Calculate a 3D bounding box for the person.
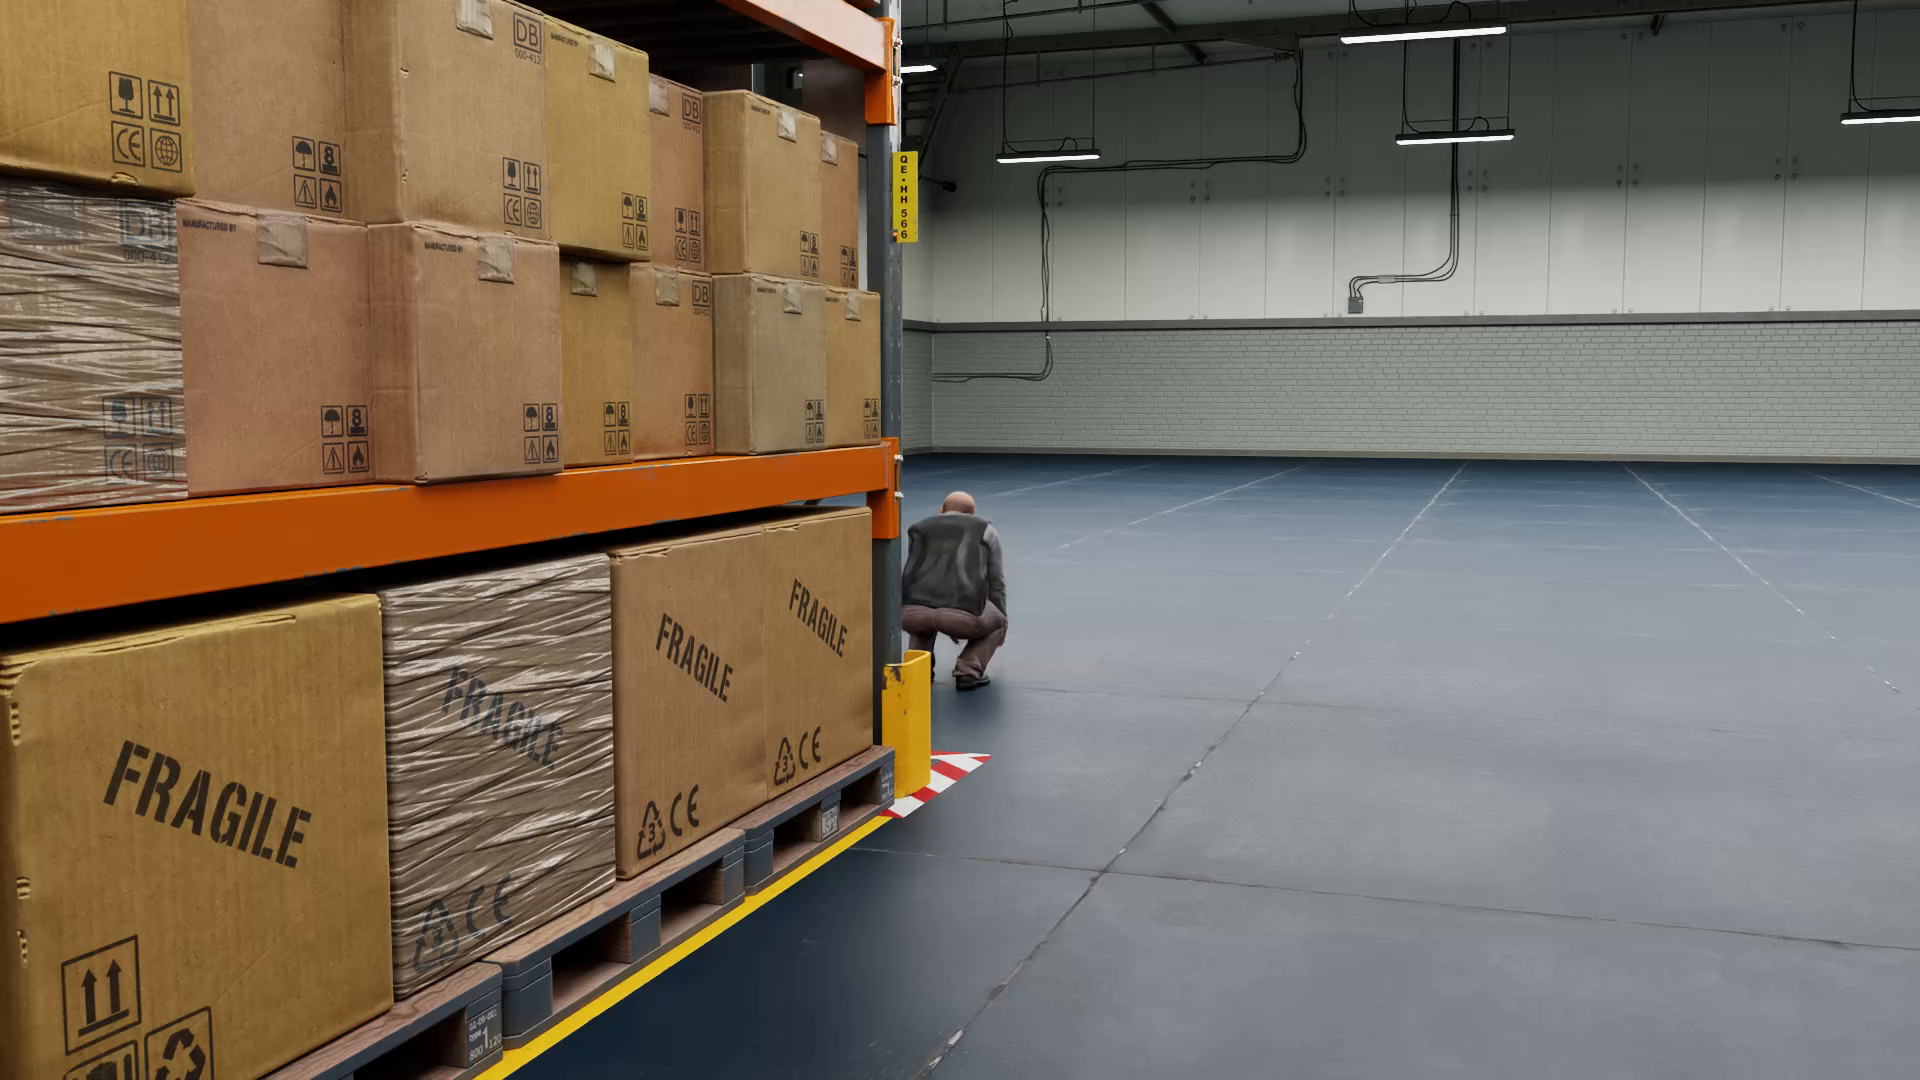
[{"bbox_3d":[-0.033,0.250,8.599,0.525,0.974,0.869,2,5,18],"label":"person"}]
